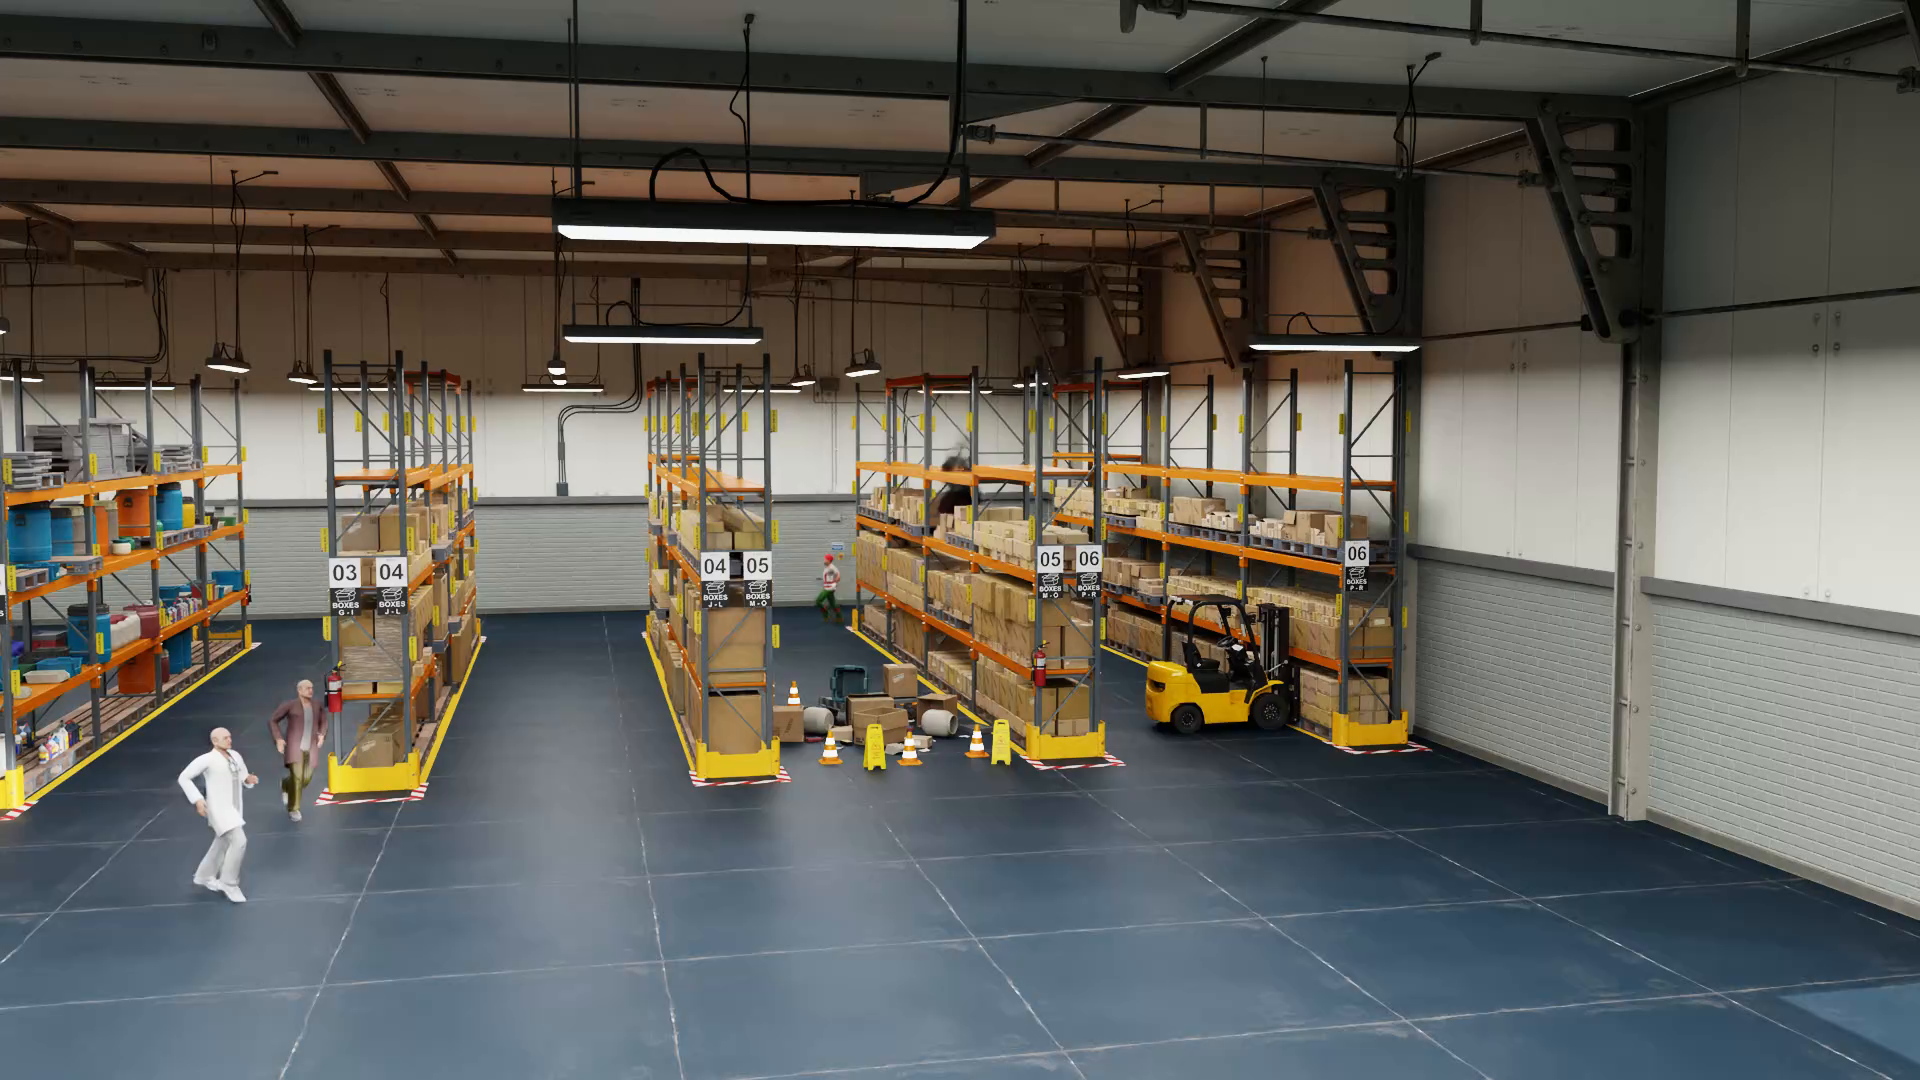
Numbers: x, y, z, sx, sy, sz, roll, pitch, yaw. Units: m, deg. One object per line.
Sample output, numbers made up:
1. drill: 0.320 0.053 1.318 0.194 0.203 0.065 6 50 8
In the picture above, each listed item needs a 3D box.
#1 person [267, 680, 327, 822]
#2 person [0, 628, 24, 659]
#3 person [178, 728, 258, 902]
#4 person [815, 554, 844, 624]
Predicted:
1. person: -8.476 2.669 21.361 0.795 1.741 0.763 4 5 43
2. person: -15.905 2.267 27.869 0.582 1.626 0.672 -1 4 -18
3. person: -7.778 2.899 17.560 0.828 1.846 0.669 1 4 9
4. person: -3.258 1.237 41.573 0.711 1.785 0.724 0 4 -6
